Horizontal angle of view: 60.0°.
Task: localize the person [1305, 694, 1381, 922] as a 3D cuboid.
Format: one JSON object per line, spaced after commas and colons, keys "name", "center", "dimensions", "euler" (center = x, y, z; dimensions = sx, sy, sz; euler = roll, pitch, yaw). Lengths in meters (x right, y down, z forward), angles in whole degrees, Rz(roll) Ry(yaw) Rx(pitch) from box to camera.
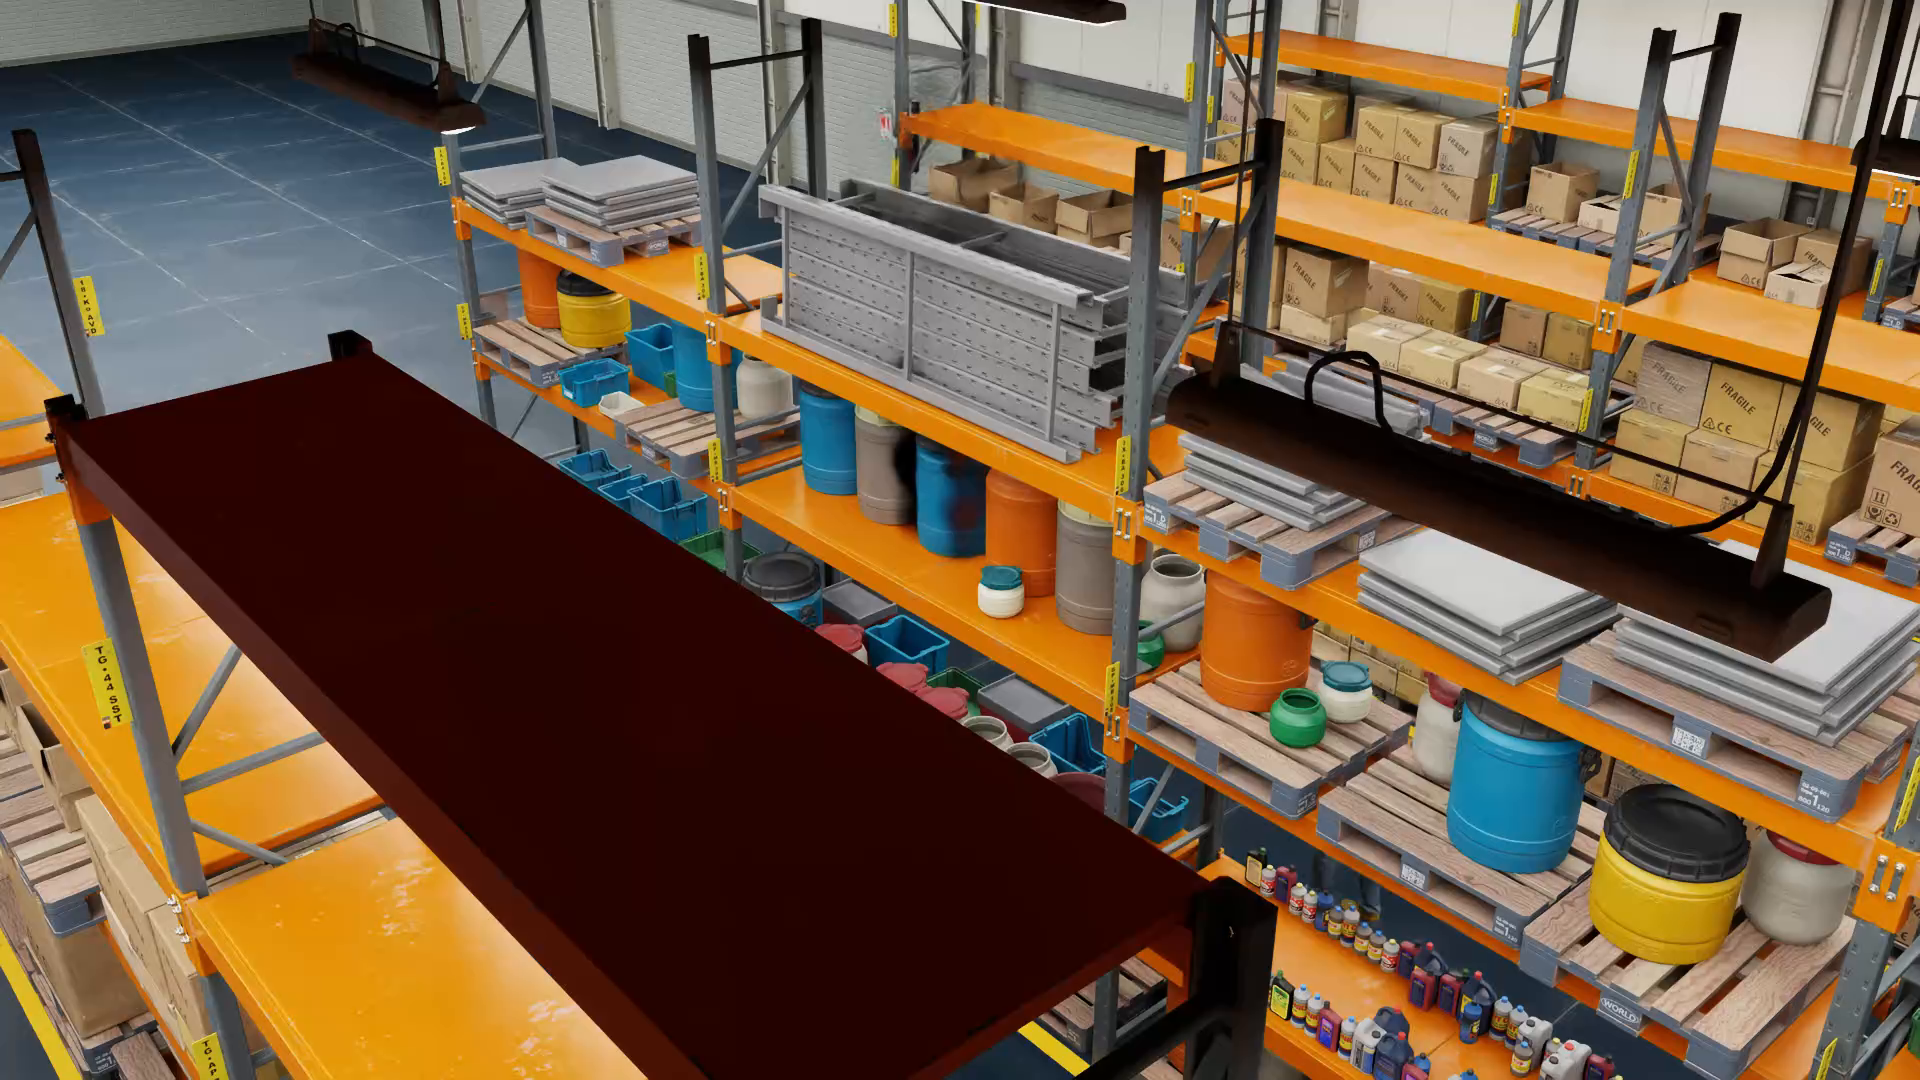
{"name": "person", "center": [2.661, 1.845, 11.442], "dimensions": [0.672, 1.888, 0.746], "euler": [-18, 32, -32]}
